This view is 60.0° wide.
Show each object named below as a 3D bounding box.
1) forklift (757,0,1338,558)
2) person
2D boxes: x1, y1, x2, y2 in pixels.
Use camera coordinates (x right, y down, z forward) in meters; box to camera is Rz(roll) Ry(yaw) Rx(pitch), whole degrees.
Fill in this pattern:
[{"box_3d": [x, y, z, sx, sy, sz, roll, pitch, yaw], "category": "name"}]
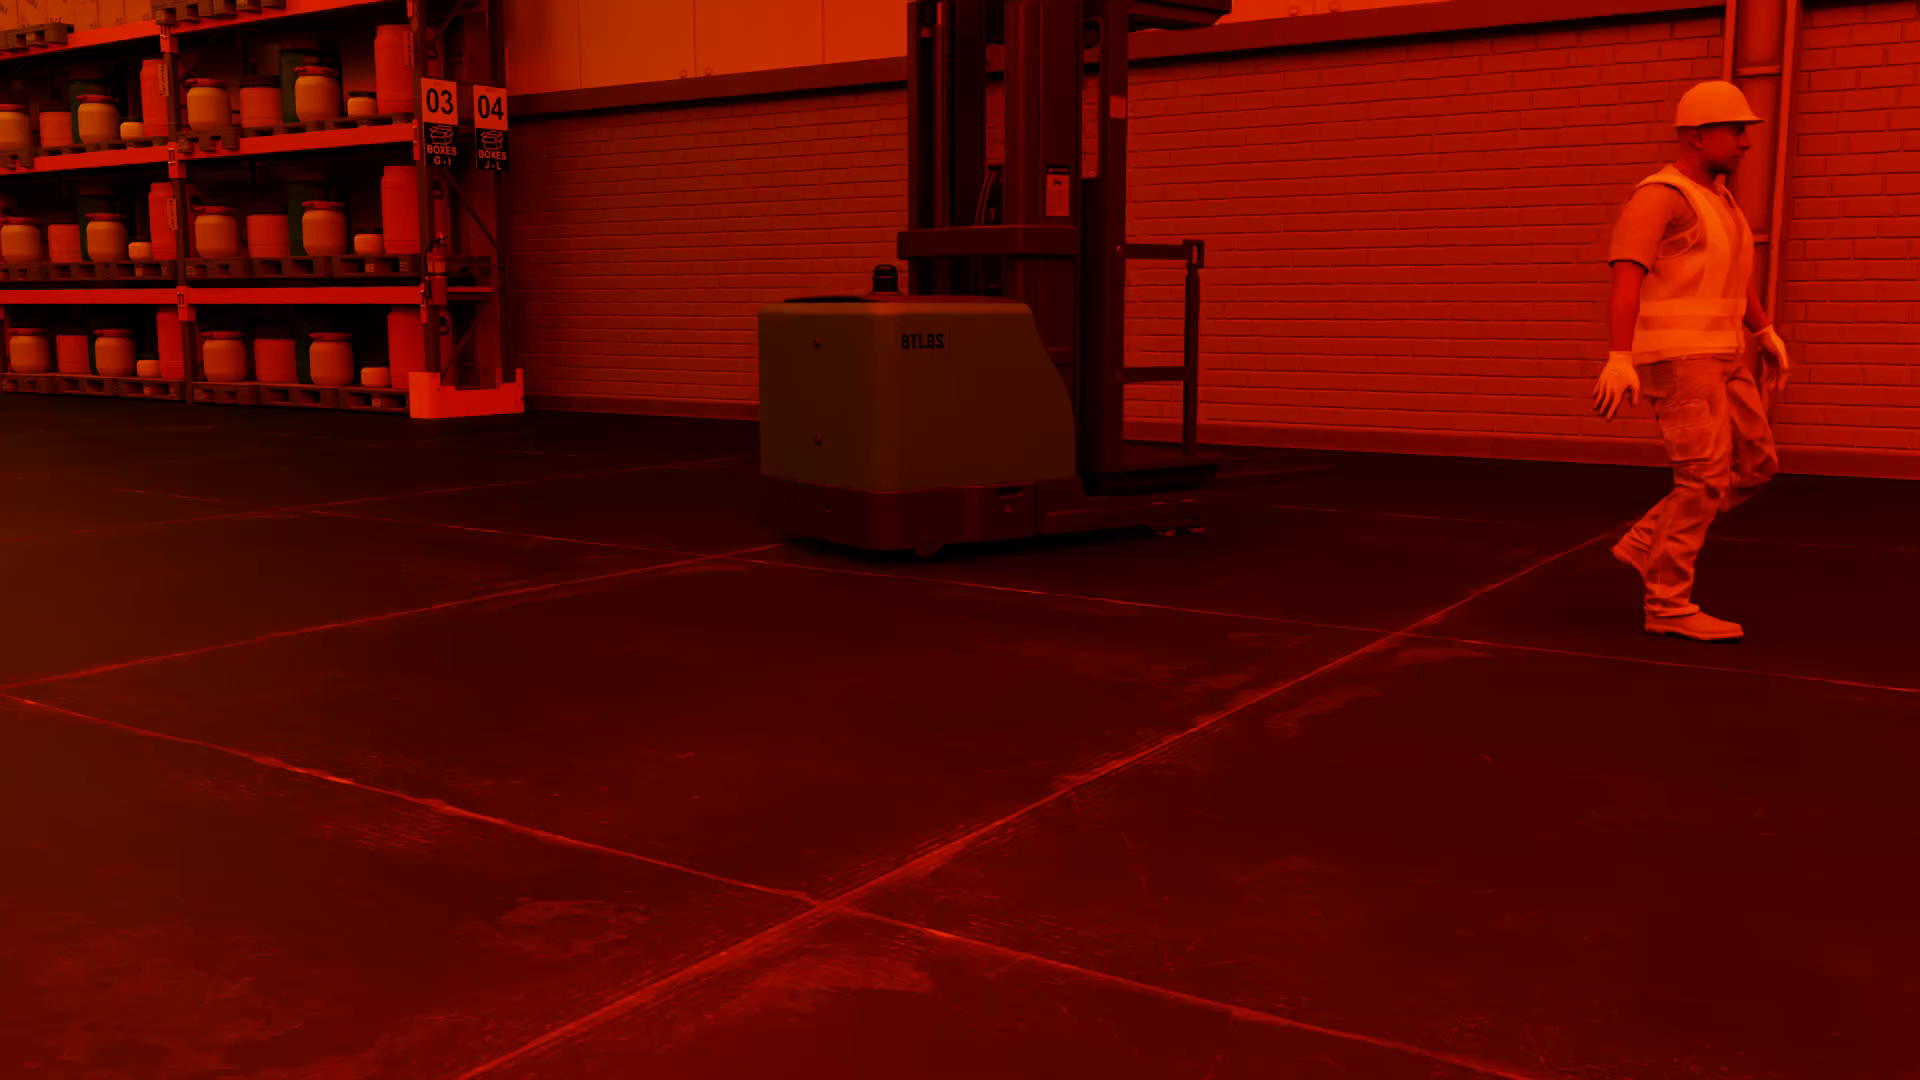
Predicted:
[{"box_3d": [0.565, -1.518, 7.869, 3.031, 2.935, 1.130, -6, 10, -37], "category": "forklift"}, {"box_3d": [2.358, -0.575, 5.390, 0.494, 1.764, 0.767, 7, 10, 39], "category": "person"}]
